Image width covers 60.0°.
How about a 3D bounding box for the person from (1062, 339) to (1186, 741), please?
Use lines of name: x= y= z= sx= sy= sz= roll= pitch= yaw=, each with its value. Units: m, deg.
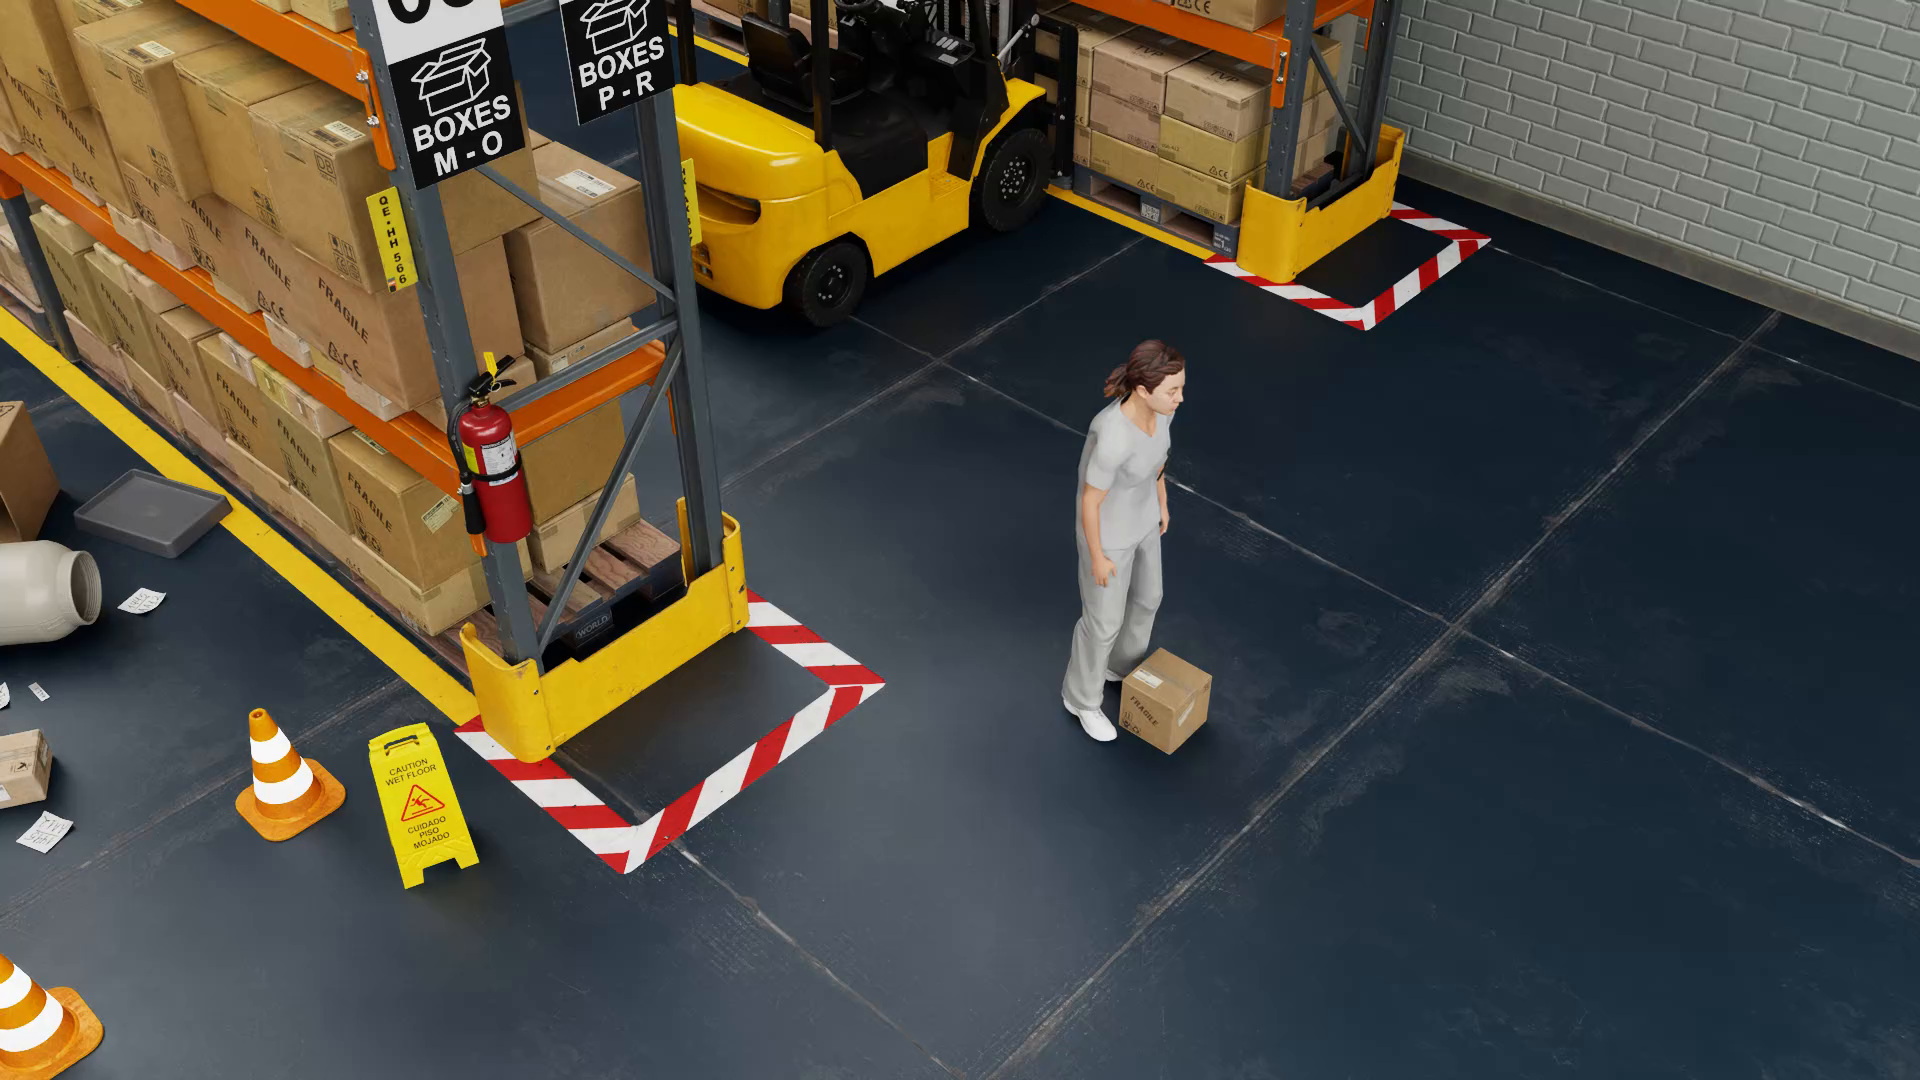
person: x=0.616 y=-0.024 z=6.186 sx=0.361 sy=1.671 sz=0.514 roll=27 pitch=47 yaw=29
